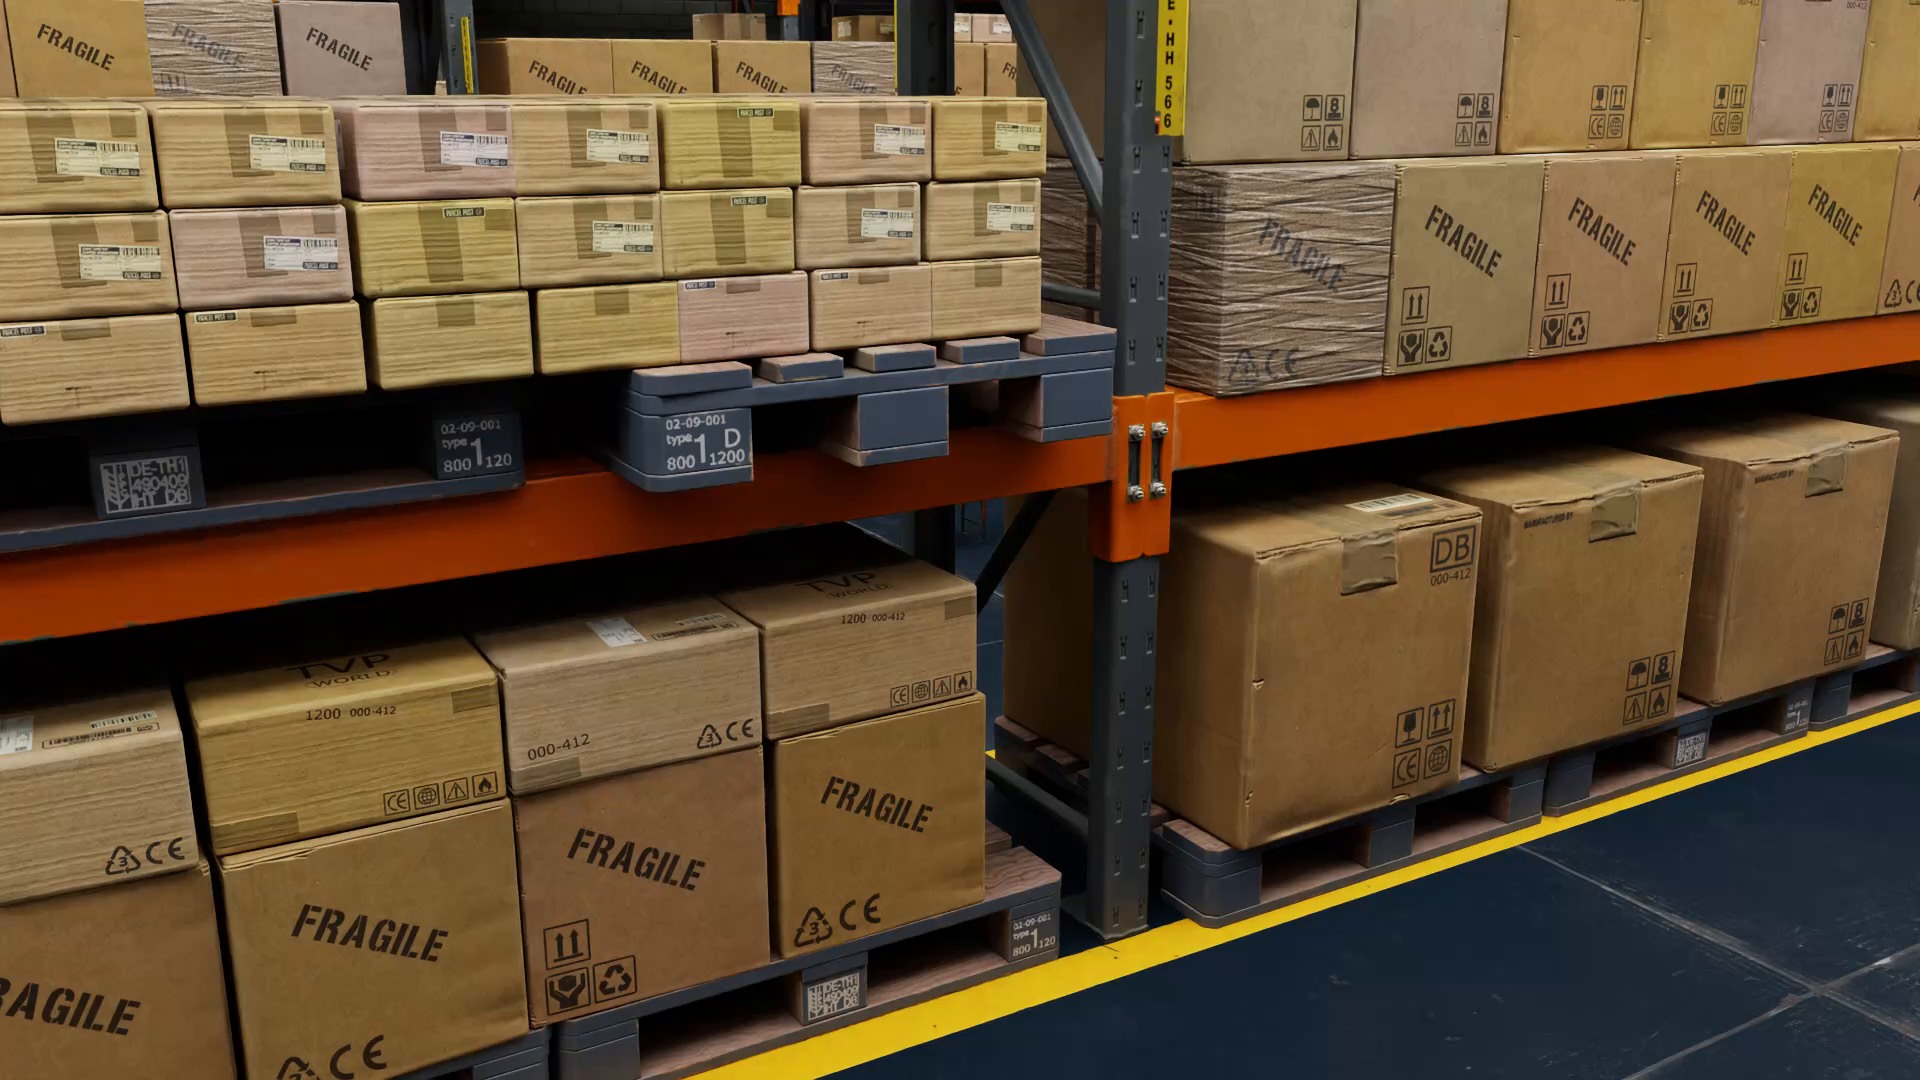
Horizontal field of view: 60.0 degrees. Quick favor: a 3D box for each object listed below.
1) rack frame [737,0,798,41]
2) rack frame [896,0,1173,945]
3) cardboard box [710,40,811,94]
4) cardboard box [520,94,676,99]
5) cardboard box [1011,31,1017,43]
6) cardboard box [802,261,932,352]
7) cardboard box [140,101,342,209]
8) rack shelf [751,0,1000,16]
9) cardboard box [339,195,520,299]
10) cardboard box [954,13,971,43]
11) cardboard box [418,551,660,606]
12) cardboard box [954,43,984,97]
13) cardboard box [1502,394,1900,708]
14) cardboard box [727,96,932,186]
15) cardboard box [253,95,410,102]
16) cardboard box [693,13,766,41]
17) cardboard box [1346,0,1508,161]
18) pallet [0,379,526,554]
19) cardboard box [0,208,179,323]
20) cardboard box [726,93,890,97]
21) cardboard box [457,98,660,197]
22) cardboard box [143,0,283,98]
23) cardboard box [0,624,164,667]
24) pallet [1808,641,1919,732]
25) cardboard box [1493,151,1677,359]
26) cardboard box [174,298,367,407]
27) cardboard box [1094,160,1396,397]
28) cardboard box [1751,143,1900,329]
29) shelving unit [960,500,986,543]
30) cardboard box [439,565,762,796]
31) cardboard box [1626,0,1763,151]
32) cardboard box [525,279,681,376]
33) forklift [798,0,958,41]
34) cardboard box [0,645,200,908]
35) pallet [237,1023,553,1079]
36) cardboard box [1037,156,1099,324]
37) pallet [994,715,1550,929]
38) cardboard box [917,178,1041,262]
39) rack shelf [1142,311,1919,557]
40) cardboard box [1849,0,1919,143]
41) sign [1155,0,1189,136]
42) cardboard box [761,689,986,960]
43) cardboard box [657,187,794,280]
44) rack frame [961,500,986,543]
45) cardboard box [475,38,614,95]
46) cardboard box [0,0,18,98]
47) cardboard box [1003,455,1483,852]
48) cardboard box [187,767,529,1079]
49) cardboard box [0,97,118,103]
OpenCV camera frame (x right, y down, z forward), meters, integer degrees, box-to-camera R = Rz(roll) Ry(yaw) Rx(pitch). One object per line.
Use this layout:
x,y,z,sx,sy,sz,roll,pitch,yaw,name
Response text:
-1.621,-3.438,14.118,0.127,3.000,1.000,-9,18,-30,rack frame
0.145,-0.603,4.004,0.127,3.000,1.000,-9,18,-30,rack frame
-1.091,-2.286,8.495,0.500,0.500,0.500,-9,18,-29,cardboard box
-0.792,-0.880,3.578,0.250,0.149,0.380,-9,18,-30,cardboard box
0.353,-3.013,9.884,0.250,0.149,0.380,-9,18,-30,cardboard box
-0.254,-0.475,3.236,0.250,0.149,0.380,-9,18,-30,cardboard box
-1.148,-0.617,2.640,0.250,0.149,0.380,-8,18,-27,cardboard box
0.093,-4.814,14.802,4.000,0.370,1.077,-9,18,-30,rack shelf
-0.925,-0.510,2.809,0.250,0.149,0.380,-9,18,-30,cardboard box
-0.148,-2.738,8.902,0.250,0.149,0.380,-10,19,-32,cardboard box
-1.005,0.148,3.790,0.500,0.250,0.500,-9,18,-30,cardboard box
-0.209,-2.427,8.997,0.500,0.500,0.500,-9,18,-28,cardboard box
2.260,-0.038,5.377,0.750,0.750,1.050,-9,18,-30,cardboard box
-0.255,-0.762,3.157,0.250,0.149,0.380,-9,18,-30,cardboard box
-1.250,-0.806,3.312,0.250,0.149,0.380,-8,18,-27,cardboard box
-1.233,-2.733,8.886,0.250,0.149,0.380,-10,19,-32,cardboard box
0.968,-1.263,4.322,0.500,0.500,0.700,-10,18,-31,cardboard box
-1.530,-0.226,3.015,1.213,0.211,1.003,-9,18,-30,pallet
-1.369,-0.438,2.551,0.250,0.149,0.380,-10,18,-31,cardboard box
-0.354,-0.951,3.830,0.250,0.149,0.380,-9,18,-30,cardboard box
-0.707,-0.688,2.892,0.250,0.149,0.380,-9,18,-28,cardboard box
-3.235,-2.058,7.158,0.500,0.500,0.500,-9,18,-29,cardboard box
-1.882,0.286,3.296,0.500,0.250,0.500,-10,19,-32,cardboard box
2.952,0.308,5.919,1.213,0.211,1.003,-9,18,-30,pallet
1.536,-0.793,4.495,0.500,0.500,0.500,-9,18,-30,cardboard box
-1.143,-0.332,2.726,0.250,0.149,0.380,-9,18,-28,cardboard box
0.669,-0.651,3.990,0.500,0.500,0.500,-9,18,-29,cardboard box
2.398,-0.932,4.994,0.500,0.500,0.500,-9,18,-29,cardboard box
-0.046,-0.498,7.242,0.252,1.050,0.215,-9,18,-30,shelving unit
-0.733,0.266,3.369,0.500,0.250,0.500,-9,18,-29,cardboard box
1.845,-1.406,4.832,0.500,0.500,0.700,-9,18,-30,cardboard box
-0.690,-0.406,2.987,0.250,0.149,0.380,-9,18,-30,cardboard box
-0.605,-2.976,12.597,1.130,2.935,3.031,2,16,7,forklift
-1.619,0.407,2.864,0.500,0.250,0.500,-8,18,-28,cardboard box
-1.570,1.016,3.393,1.213,0.211,1.003,-9,18,-30,pallet
0.393,-0.776,4.436,0.500,0.500,0.500,-9,18,-30,cardboard box
0.860,0.647,4.709,1.213,0.211,1.003,-9,18,-30,pallet
-0.044,-0.654,3.320,0.250,0.149,0.380,-9,18,-29,cardboard box
1.860,-0.535,5.093,4.000,0.370,1.077,-9,18,-30,rack shelf
2.712,-1.546,5.331,0.500,0.500,0.700,-10,18,-31,cardboard box
0.433,-0.998,3.415,0.005,0.325,0.100,-9,18,-30,sign
-0.284,0.550,3.743,0.500,0.500,0.500,-9,18,-30,cardboard box
-0.496,-0.579,3.054,0.250,0.149,0.380,-9,18,-28,cardboard box
0.059,-0.515,7.302,0.008,1.050,0.200,-9,18,-30,rack frame
-1.986,-2.137,7.961,0.500,0.500,0.500,-10,18,-31,cardboard box
-4.101,-1.922,6.672,0.500,0.500,0.500,-10,18,-31,cardboard box
0.714,0.214,4.479,0.750,0.750,1.050,-9,18,-30,cardboard box
-1.176,0.699,3.213,0.500,0.500,0.500,-10,19,-32,cardboard box
-1.692,-0.735,3.058,0.250,0.149,0.380,-10,18,-30,cardboard box
